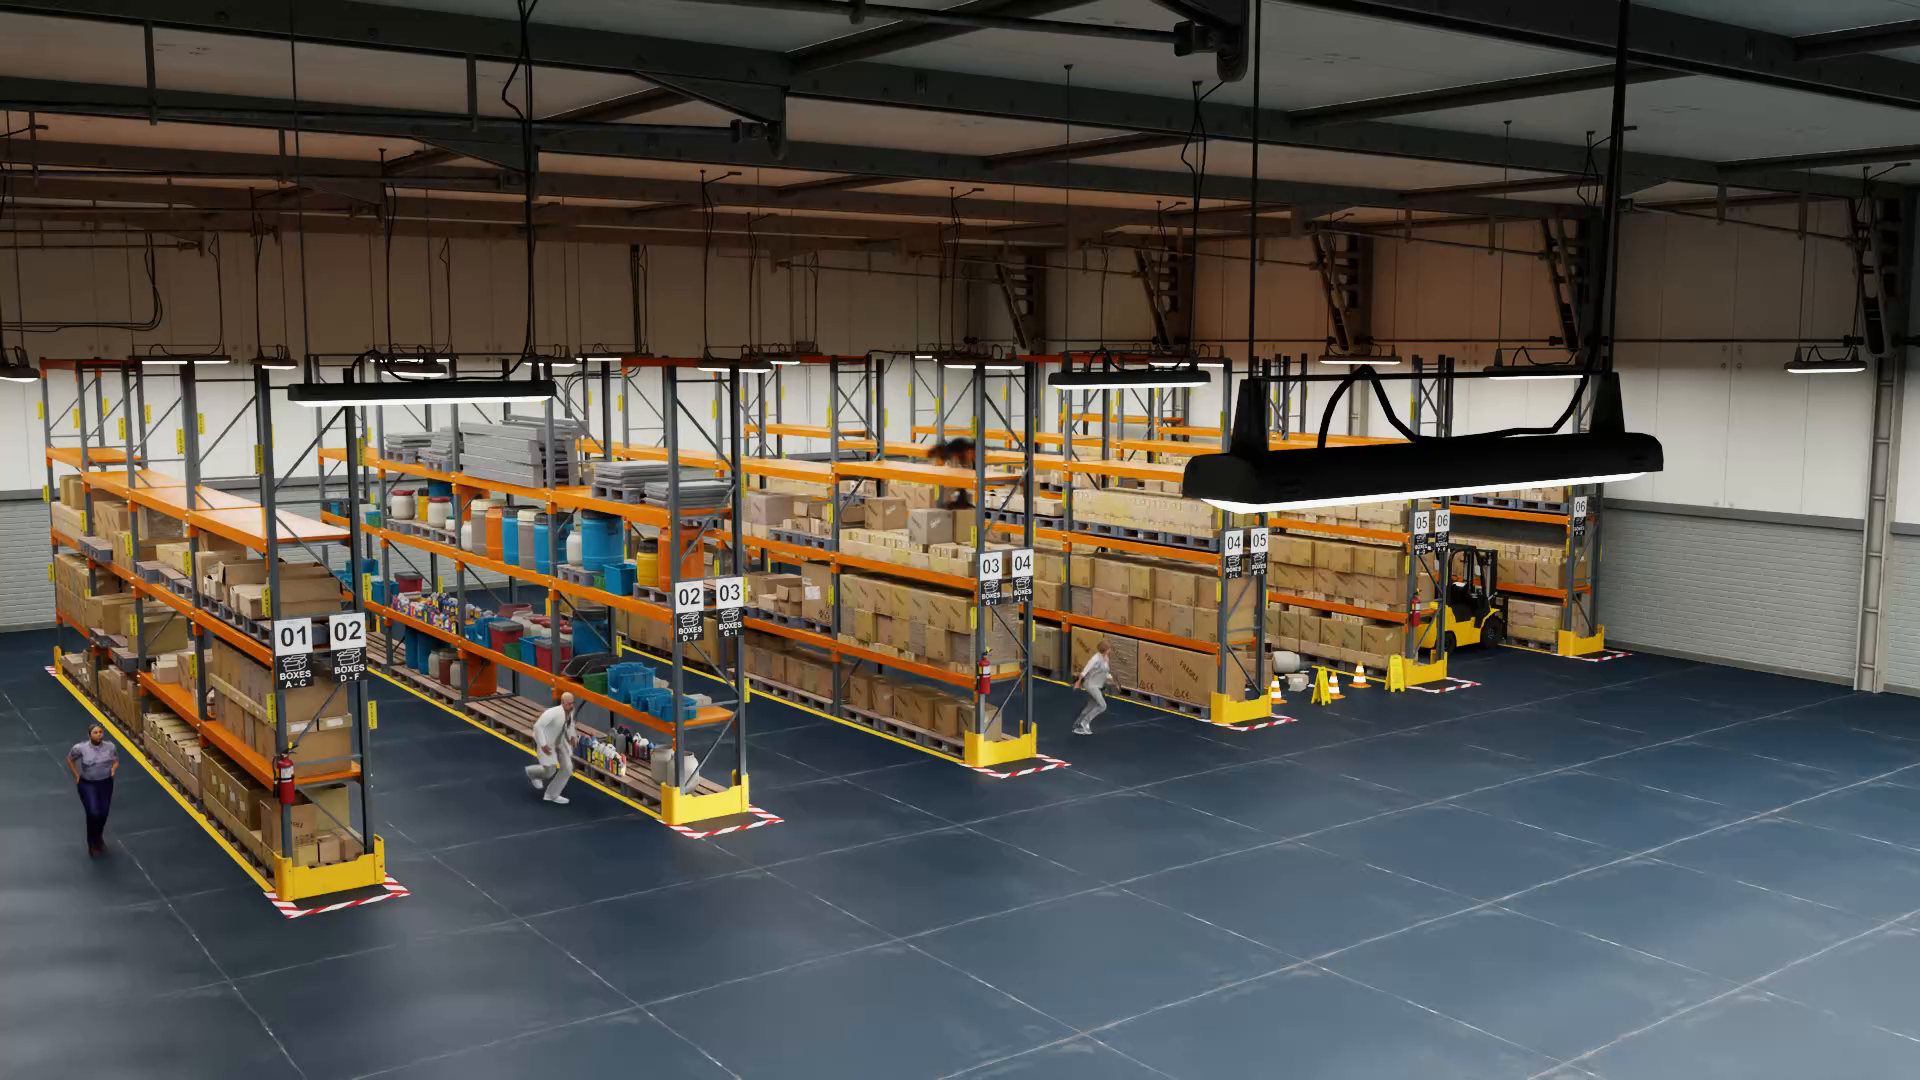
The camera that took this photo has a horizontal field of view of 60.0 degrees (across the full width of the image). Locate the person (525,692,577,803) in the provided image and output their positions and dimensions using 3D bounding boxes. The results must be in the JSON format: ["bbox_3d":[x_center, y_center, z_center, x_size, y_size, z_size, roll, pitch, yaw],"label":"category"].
[{"bbox_3d":[-5.650,2.825,22.830,1.039,1.585,0.719,5,9,36],"label":"person"}]

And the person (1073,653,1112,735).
[{"bbox_3d":[2.122,2.463,26.719,0.562,1.333,0.505,3,7,22],"label":"person"}]

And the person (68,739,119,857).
[{"bbox_3d":[-10.717,3.166,20.626,0.715,1.477,0.521,7,10,44],"label":"person"}]
